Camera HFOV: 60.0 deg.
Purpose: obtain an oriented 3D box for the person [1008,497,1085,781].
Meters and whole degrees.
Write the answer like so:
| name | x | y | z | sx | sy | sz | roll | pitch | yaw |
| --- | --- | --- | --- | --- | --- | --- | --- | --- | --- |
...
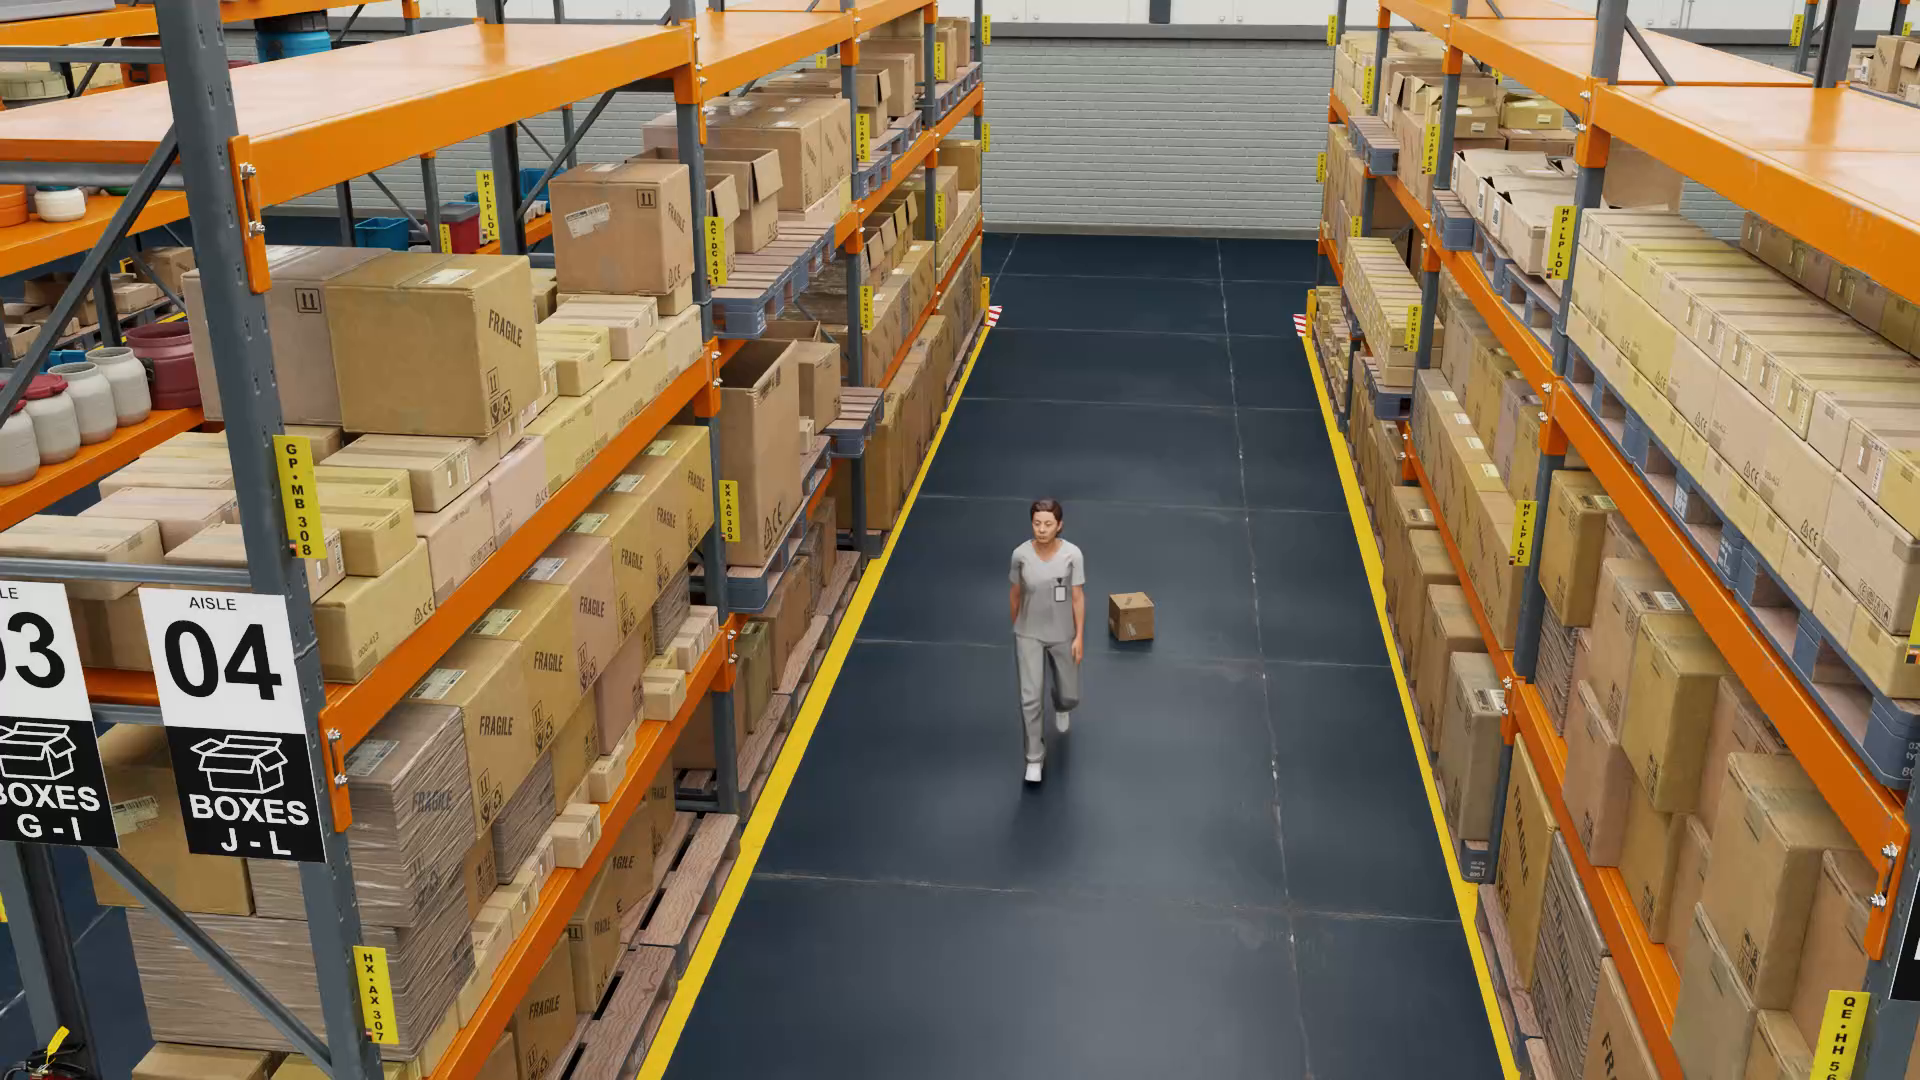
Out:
| name | x | y | z | sx | sy | sz | roll | pitch | yaw |
| --- | --- | --- | --- | --- | --- | --- | --- | --- | --- |
| person | 0.500 | 0.530 | 9.676 | 0.447 | 1.644 | 0.742 | 2 | 21 | 4 |
